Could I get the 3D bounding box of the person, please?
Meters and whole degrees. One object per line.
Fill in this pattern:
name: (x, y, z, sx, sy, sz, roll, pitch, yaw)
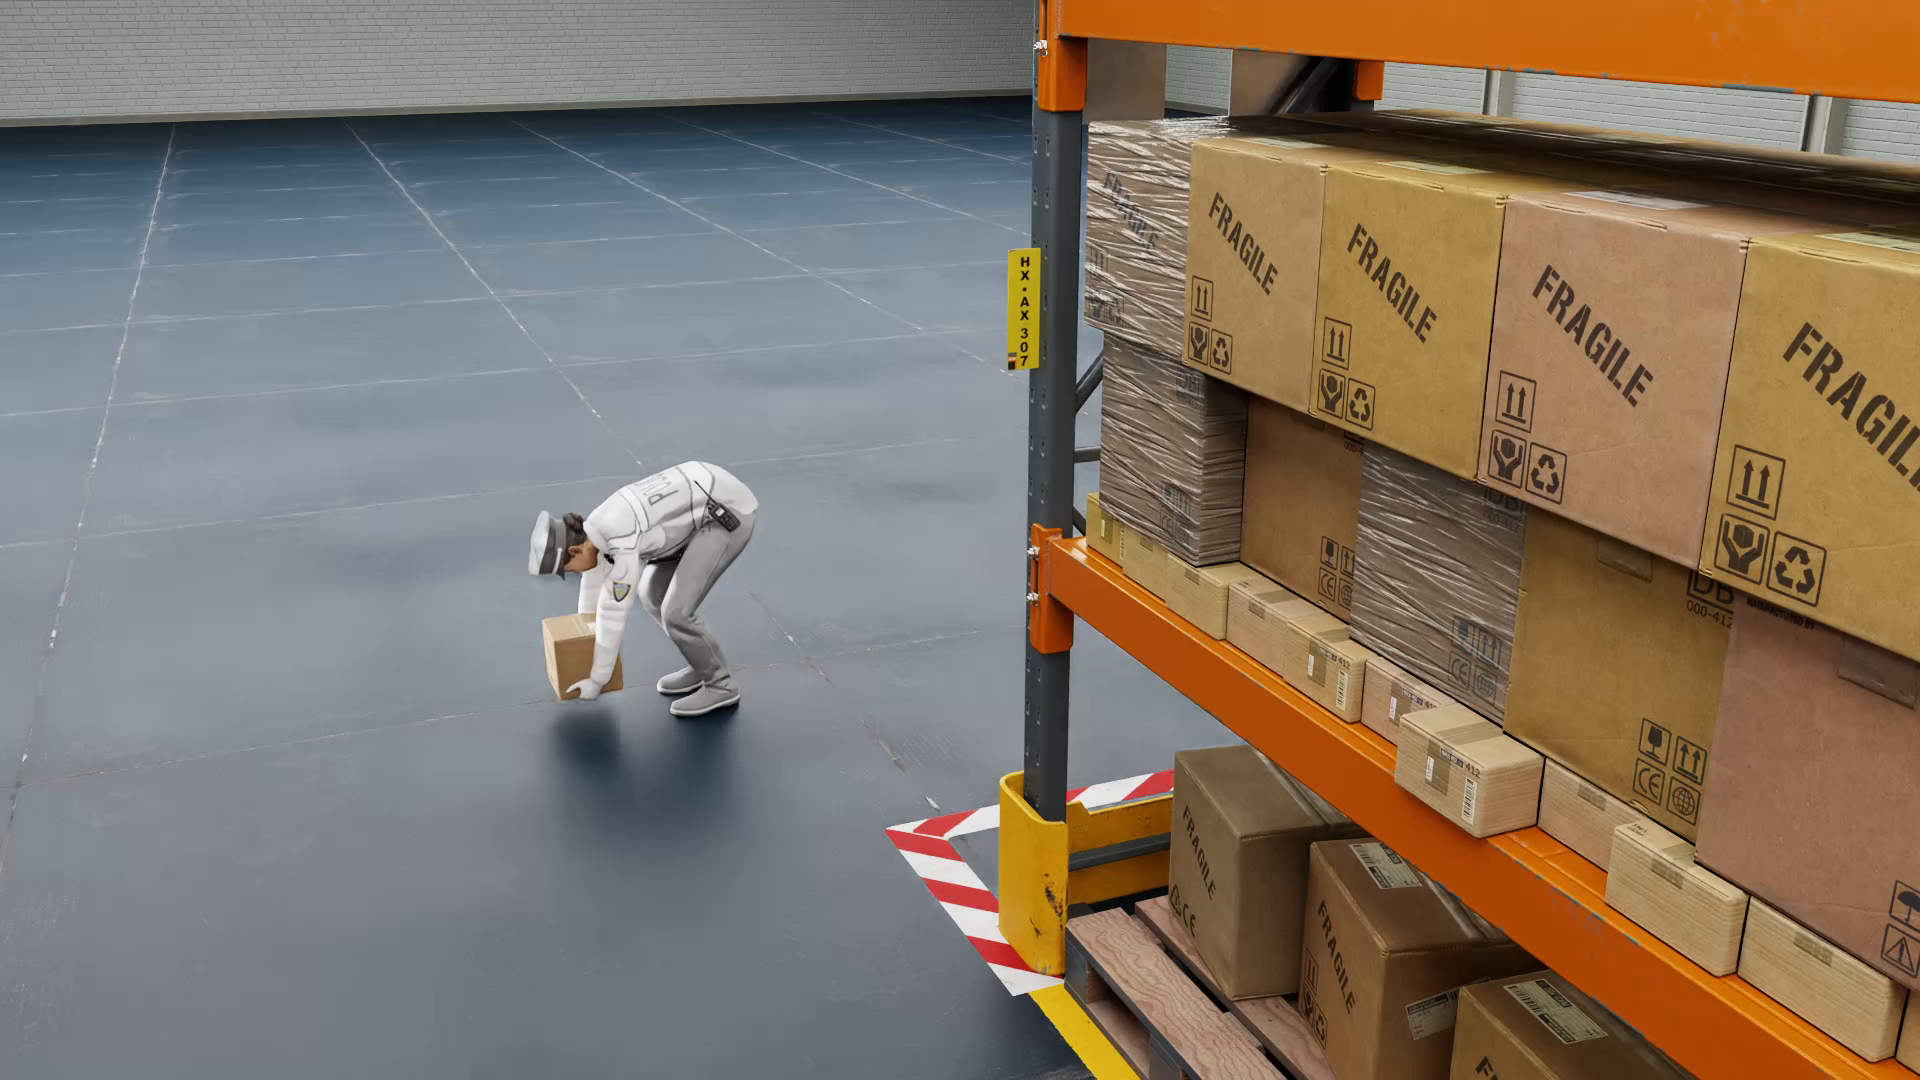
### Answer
person: (-1.228, 0.209, 6.523, 0.901, 0.972, 0.444, -9, 21, -24)
